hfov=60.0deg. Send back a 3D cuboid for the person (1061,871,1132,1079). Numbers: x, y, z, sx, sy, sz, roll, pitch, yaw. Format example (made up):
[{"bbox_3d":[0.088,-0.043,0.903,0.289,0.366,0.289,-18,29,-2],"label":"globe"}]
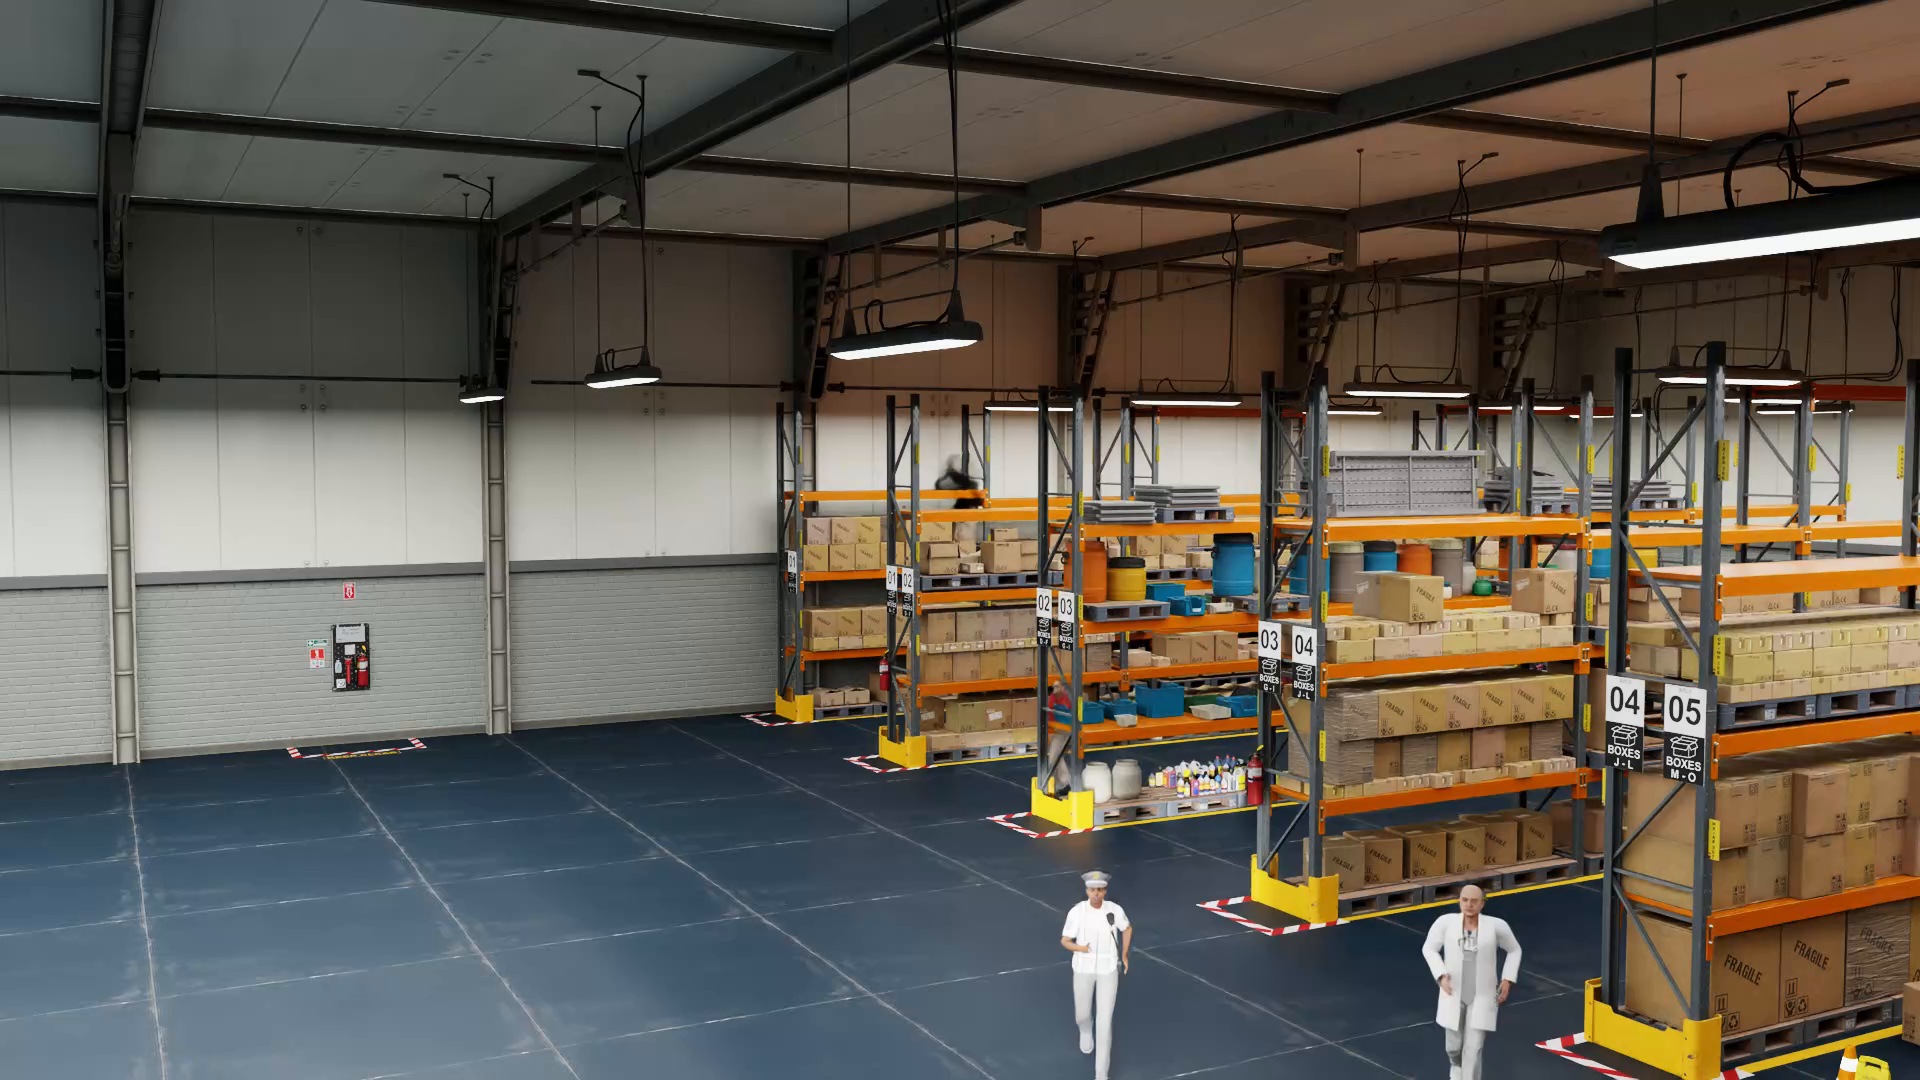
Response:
[{"bbox_3d":[1.121,3.534,13.640,0.581,1.668,0.929,0,3,6],"label":"person"}]

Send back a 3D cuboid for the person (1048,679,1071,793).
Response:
[{"bbox_3d":[1.473,2.940,24.508,0.768,1.801,0.658,-3,4,-39],"label":"person"}]

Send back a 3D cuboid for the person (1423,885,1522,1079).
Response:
[{"bbox_3d":[3.980,3.554,12.958,0.738,1.778,0.846,1,3,22],"label":"person"}]
